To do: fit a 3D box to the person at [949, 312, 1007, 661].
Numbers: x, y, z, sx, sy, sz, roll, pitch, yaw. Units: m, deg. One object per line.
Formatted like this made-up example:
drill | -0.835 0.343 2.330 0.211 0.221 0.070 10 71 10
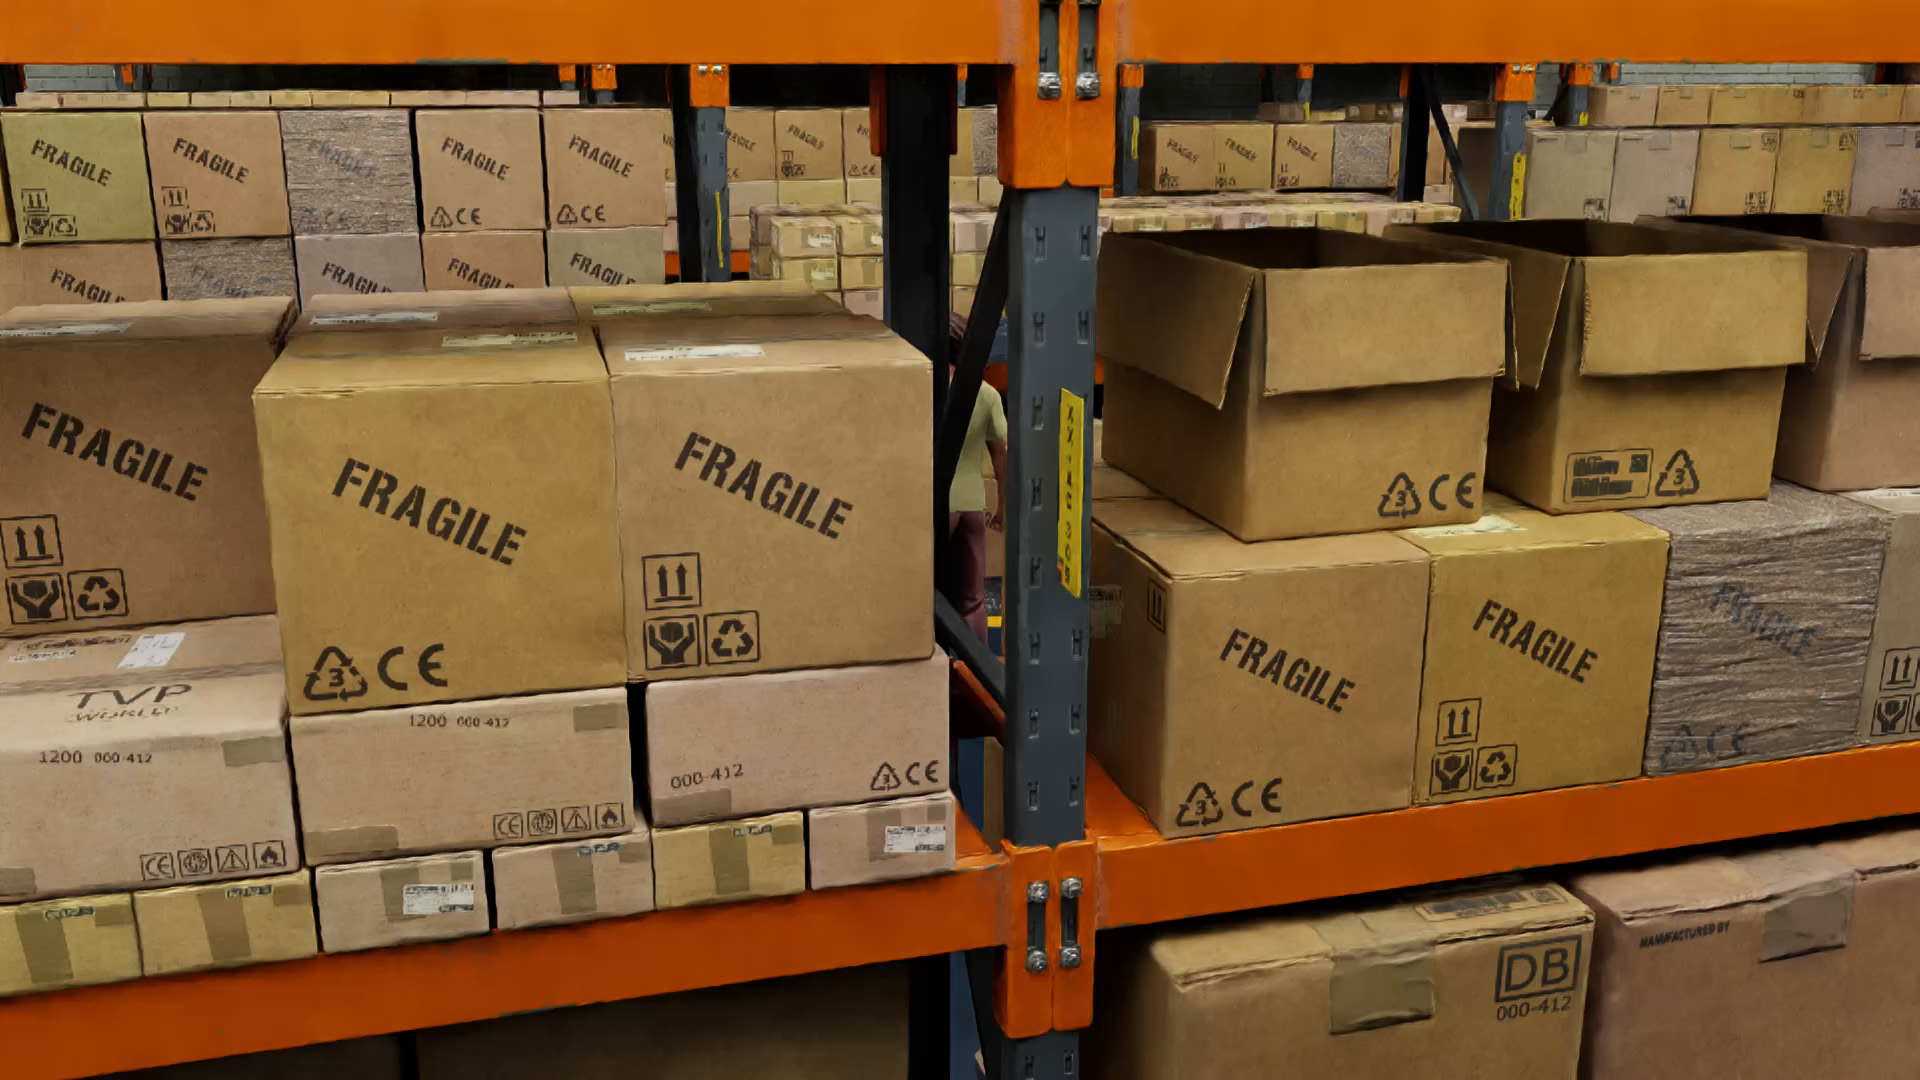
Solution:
person | -0.067 -0.096 6.780 0.556 1.683 0.415 -10 19 -31
